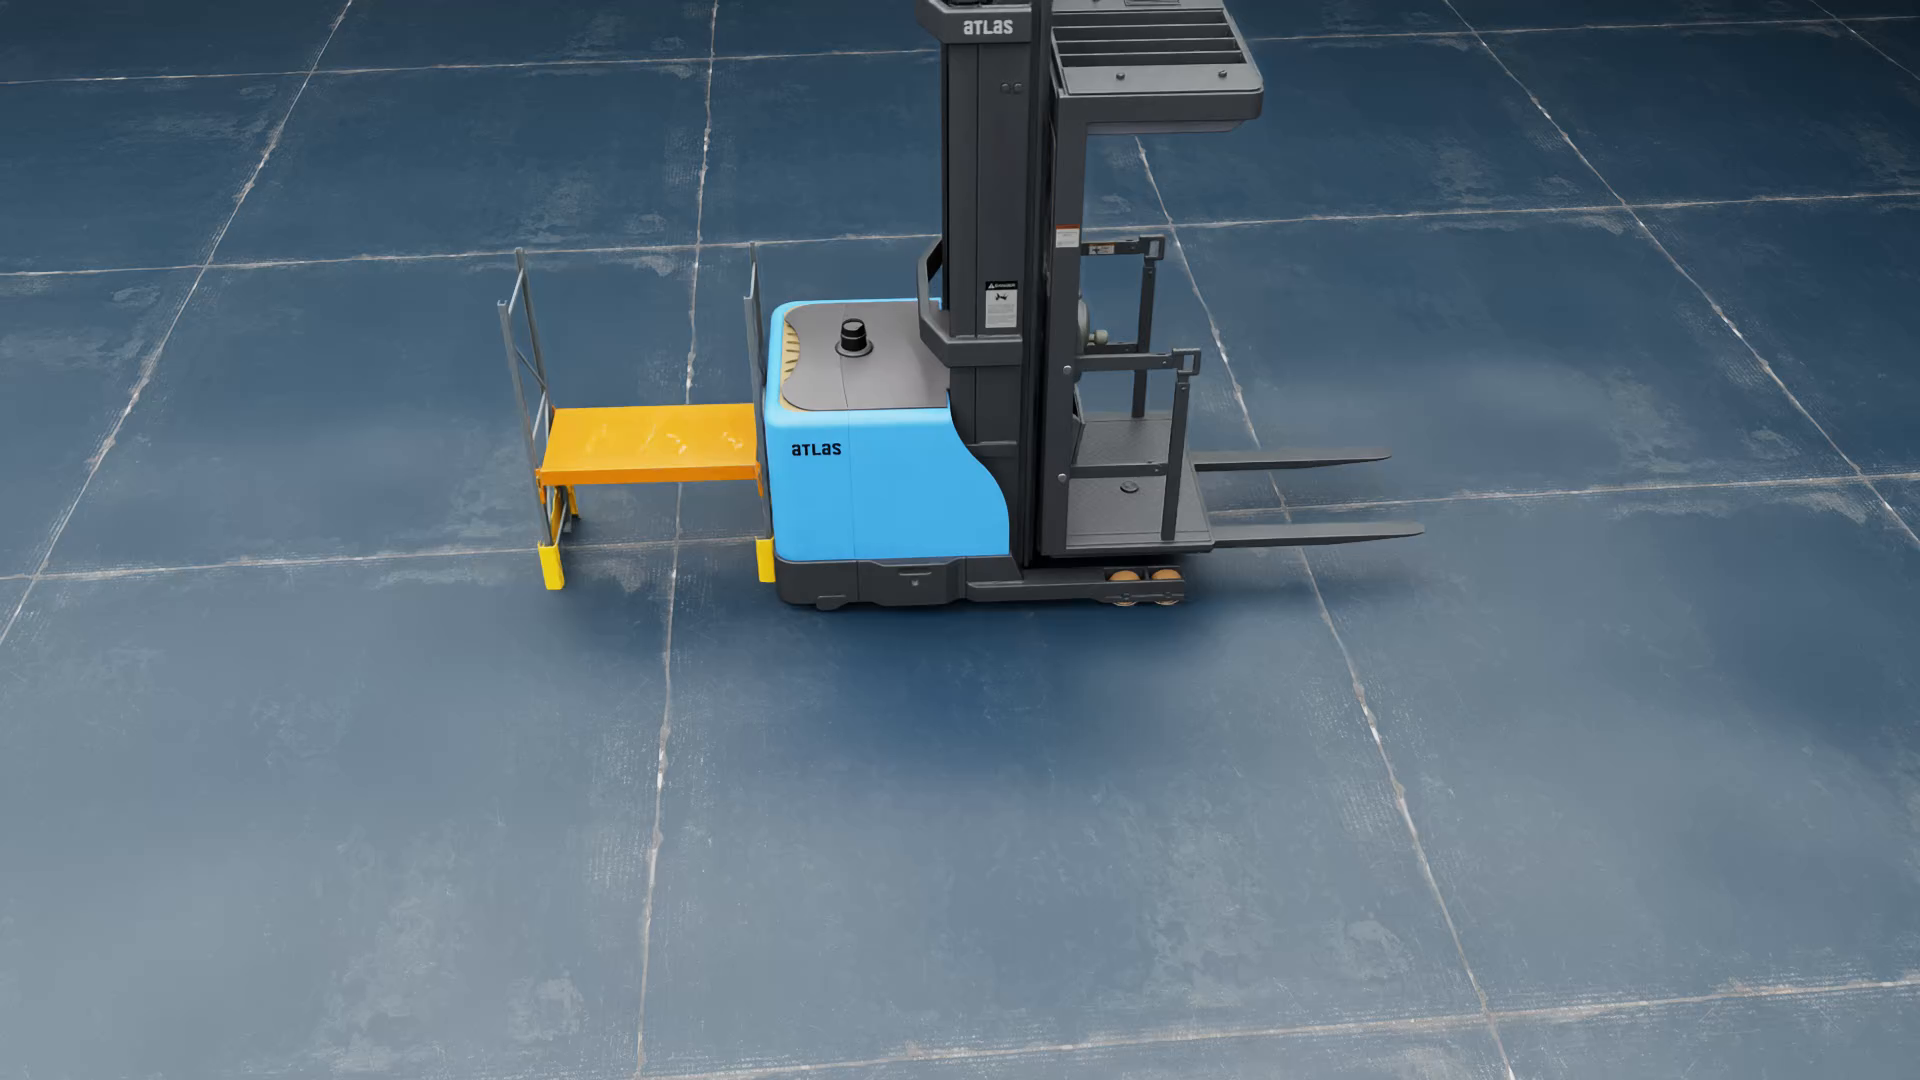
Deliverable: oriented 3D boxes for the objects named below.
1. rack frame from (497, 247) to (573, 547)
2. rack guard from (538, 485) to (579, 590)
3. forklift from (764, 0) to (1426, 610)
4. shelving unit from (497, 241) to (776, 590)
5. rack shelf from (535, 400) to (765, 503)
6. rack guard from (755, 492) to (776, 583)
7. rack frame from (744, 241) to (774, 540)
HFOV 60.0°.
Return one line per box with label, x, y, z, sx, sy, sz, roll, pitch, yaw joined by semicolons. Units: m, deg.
rack frame;-1.913;-0.538;7.543;0.032;1.500;0.500;-2;38;-2
rack guard;-1.912;-0.047;7.930;0.087;0.250;0.587;-2;38;-2
forklift;0.646;-1.172;7.191;3.031;2.935;1.130;-2;38;-2
shelving unit;-1.414;-0.554;7.563;1.083;1.500;0.587;-2;38;-2
rack shelf;-1.405;-0.413;7.675;1.000;0.185;0.538;-2;38;-2
rack guard;-0.917;-0.080;7.971;0.087;0.250;0.587;-2;38;-2
rack frame;-0.898;-0.571;7.585;0.032;1.500;0.500;-2;38;-2
